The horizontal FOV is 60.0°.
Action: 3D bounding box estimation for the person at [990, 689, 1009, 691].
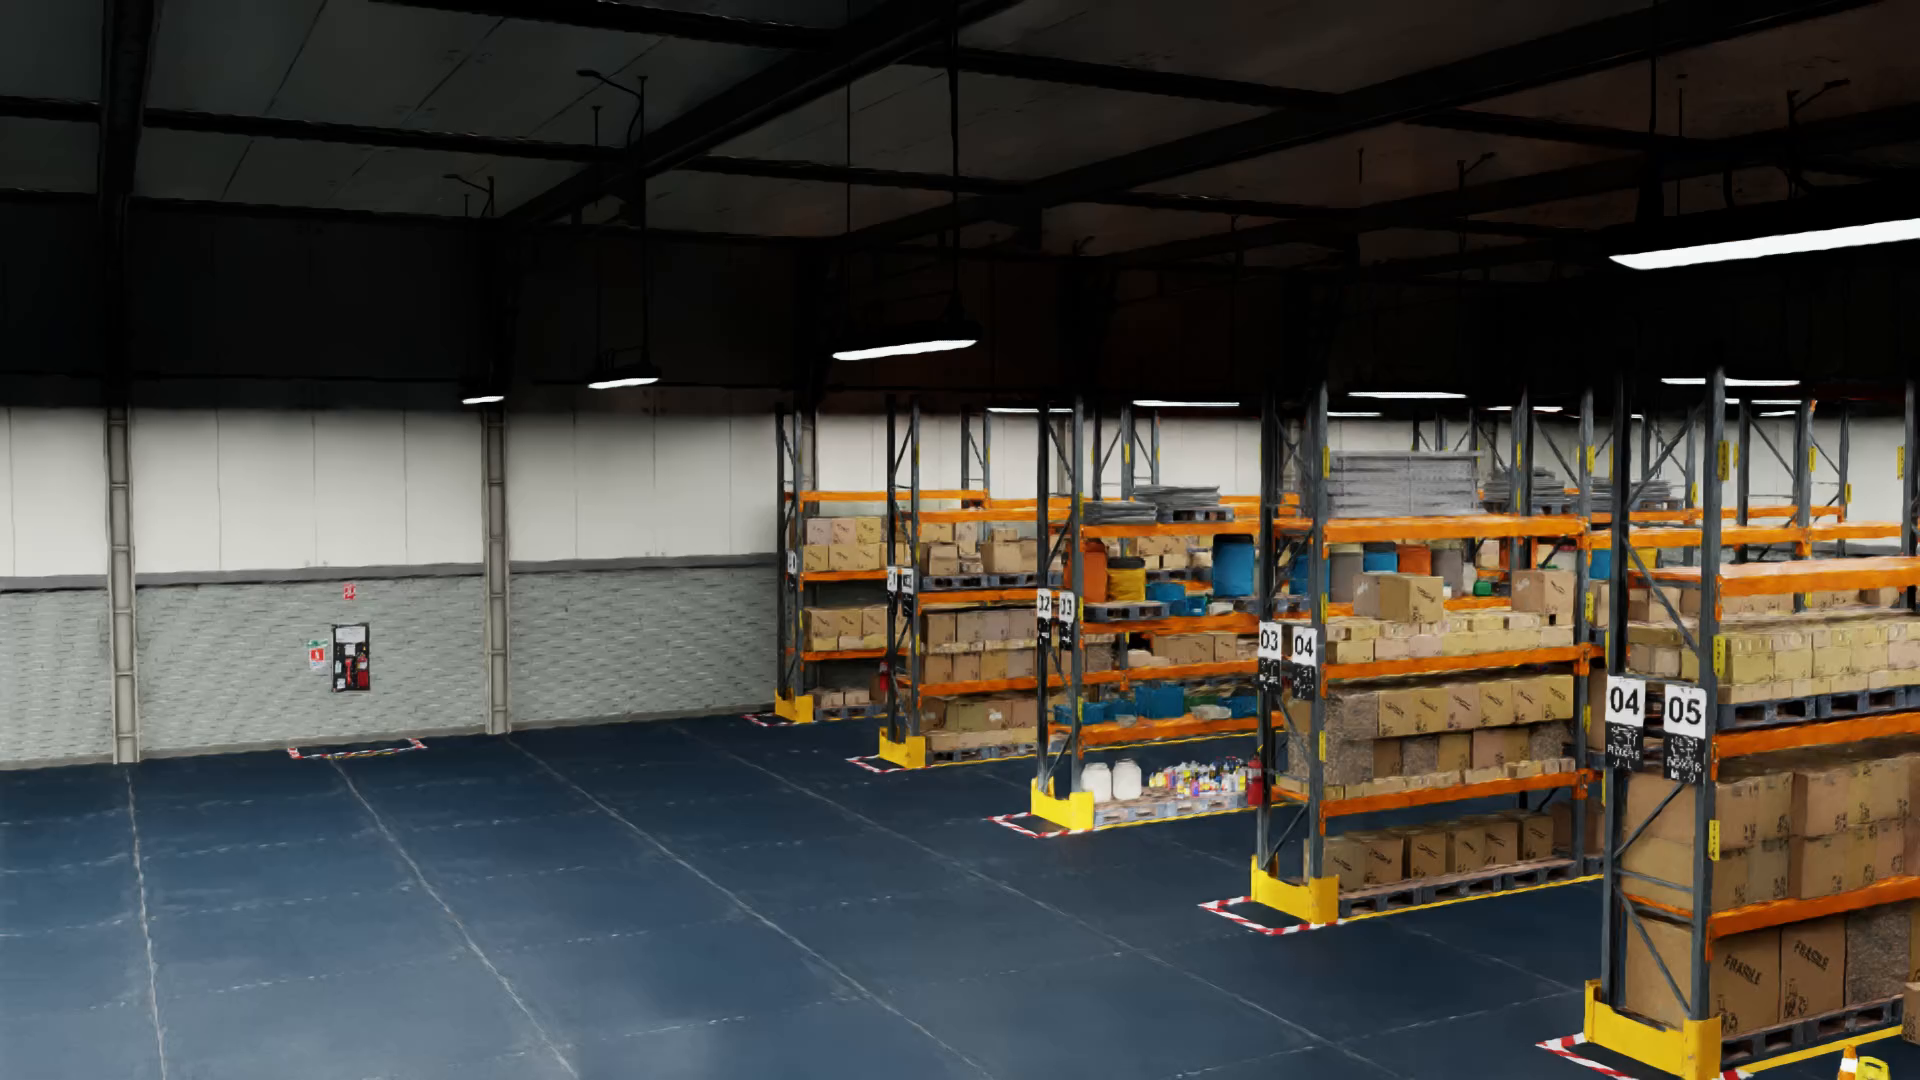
[{"bbox_3d":[0.706,2.614,29.873,0.552,1.741,0.677,-2,4,-28],"label":"person"}]
